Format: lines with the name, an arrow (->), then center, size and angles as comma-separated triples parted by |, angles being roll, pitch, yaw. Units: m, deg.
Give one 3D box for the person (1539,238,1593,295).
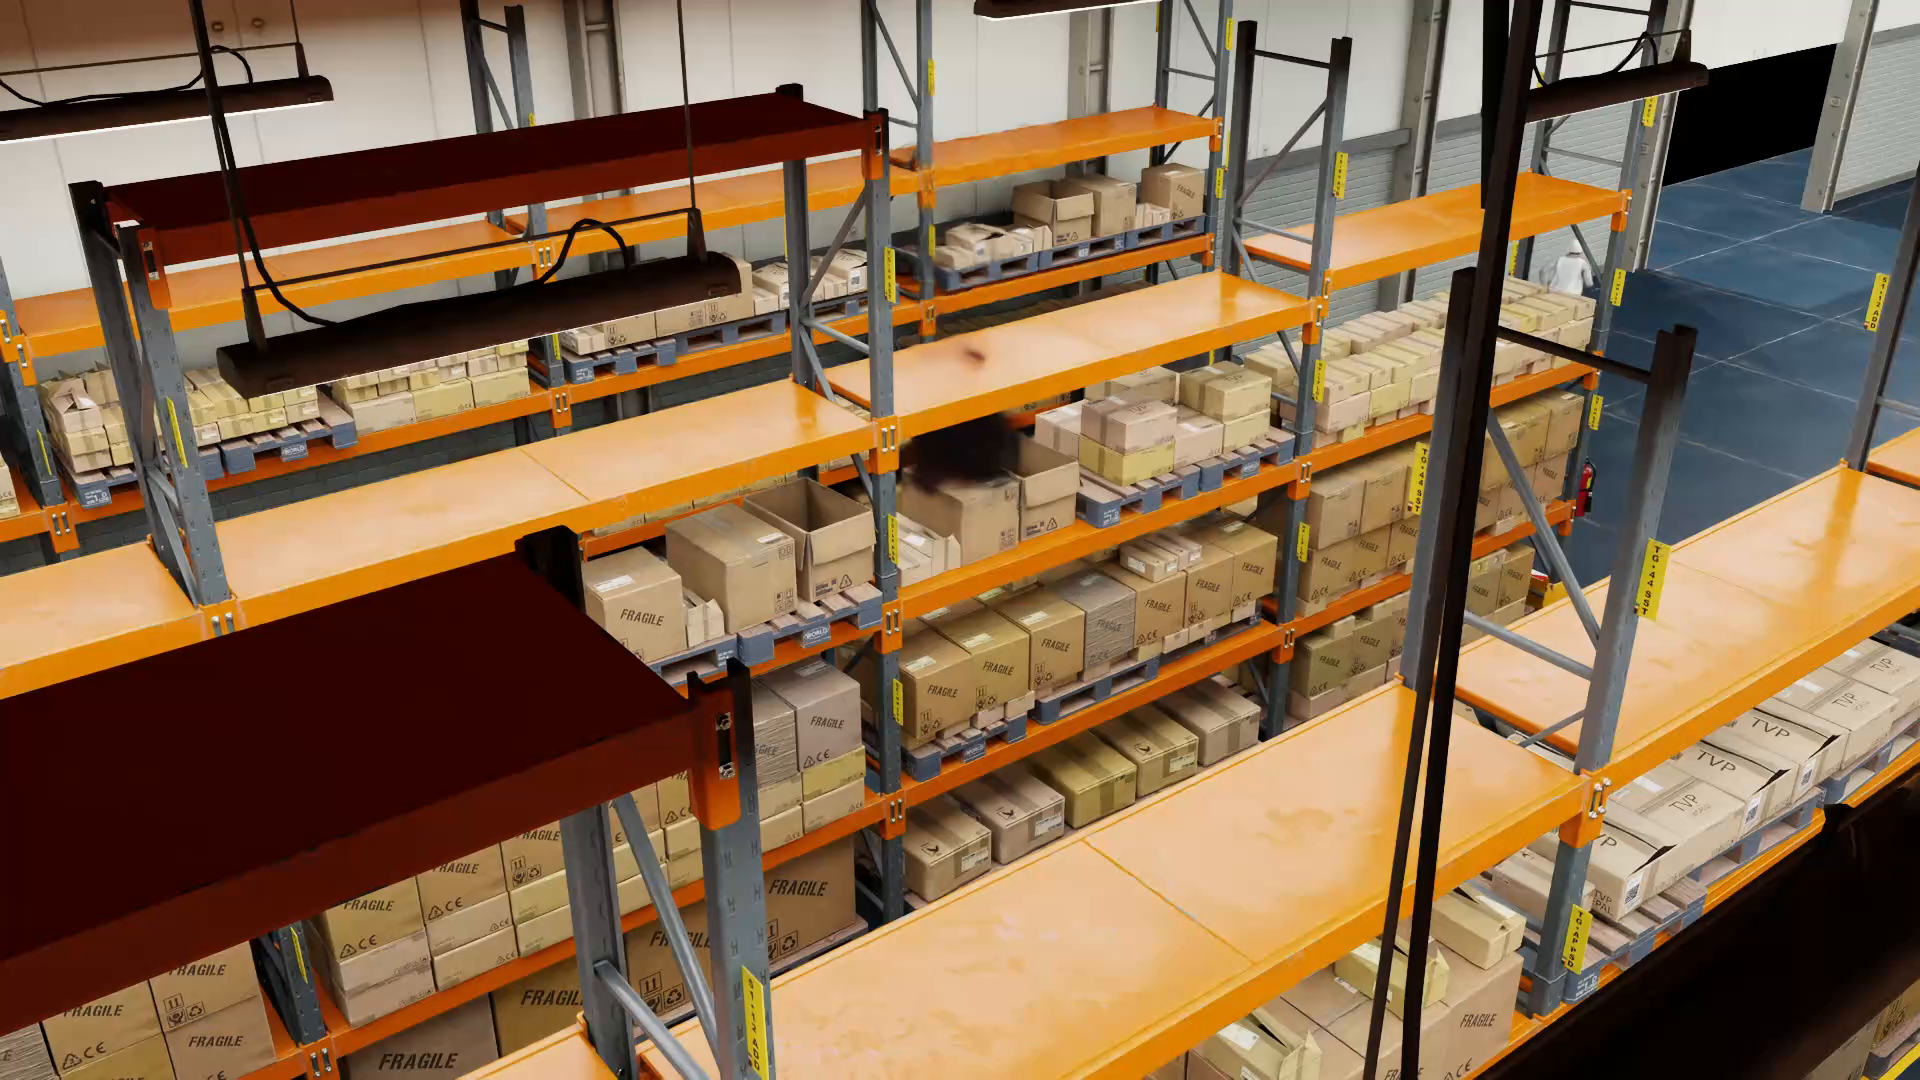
person -> 8.188, -3.202, 22.683 | 1.013, 1.787, 0.657 | -22, 34, -37
